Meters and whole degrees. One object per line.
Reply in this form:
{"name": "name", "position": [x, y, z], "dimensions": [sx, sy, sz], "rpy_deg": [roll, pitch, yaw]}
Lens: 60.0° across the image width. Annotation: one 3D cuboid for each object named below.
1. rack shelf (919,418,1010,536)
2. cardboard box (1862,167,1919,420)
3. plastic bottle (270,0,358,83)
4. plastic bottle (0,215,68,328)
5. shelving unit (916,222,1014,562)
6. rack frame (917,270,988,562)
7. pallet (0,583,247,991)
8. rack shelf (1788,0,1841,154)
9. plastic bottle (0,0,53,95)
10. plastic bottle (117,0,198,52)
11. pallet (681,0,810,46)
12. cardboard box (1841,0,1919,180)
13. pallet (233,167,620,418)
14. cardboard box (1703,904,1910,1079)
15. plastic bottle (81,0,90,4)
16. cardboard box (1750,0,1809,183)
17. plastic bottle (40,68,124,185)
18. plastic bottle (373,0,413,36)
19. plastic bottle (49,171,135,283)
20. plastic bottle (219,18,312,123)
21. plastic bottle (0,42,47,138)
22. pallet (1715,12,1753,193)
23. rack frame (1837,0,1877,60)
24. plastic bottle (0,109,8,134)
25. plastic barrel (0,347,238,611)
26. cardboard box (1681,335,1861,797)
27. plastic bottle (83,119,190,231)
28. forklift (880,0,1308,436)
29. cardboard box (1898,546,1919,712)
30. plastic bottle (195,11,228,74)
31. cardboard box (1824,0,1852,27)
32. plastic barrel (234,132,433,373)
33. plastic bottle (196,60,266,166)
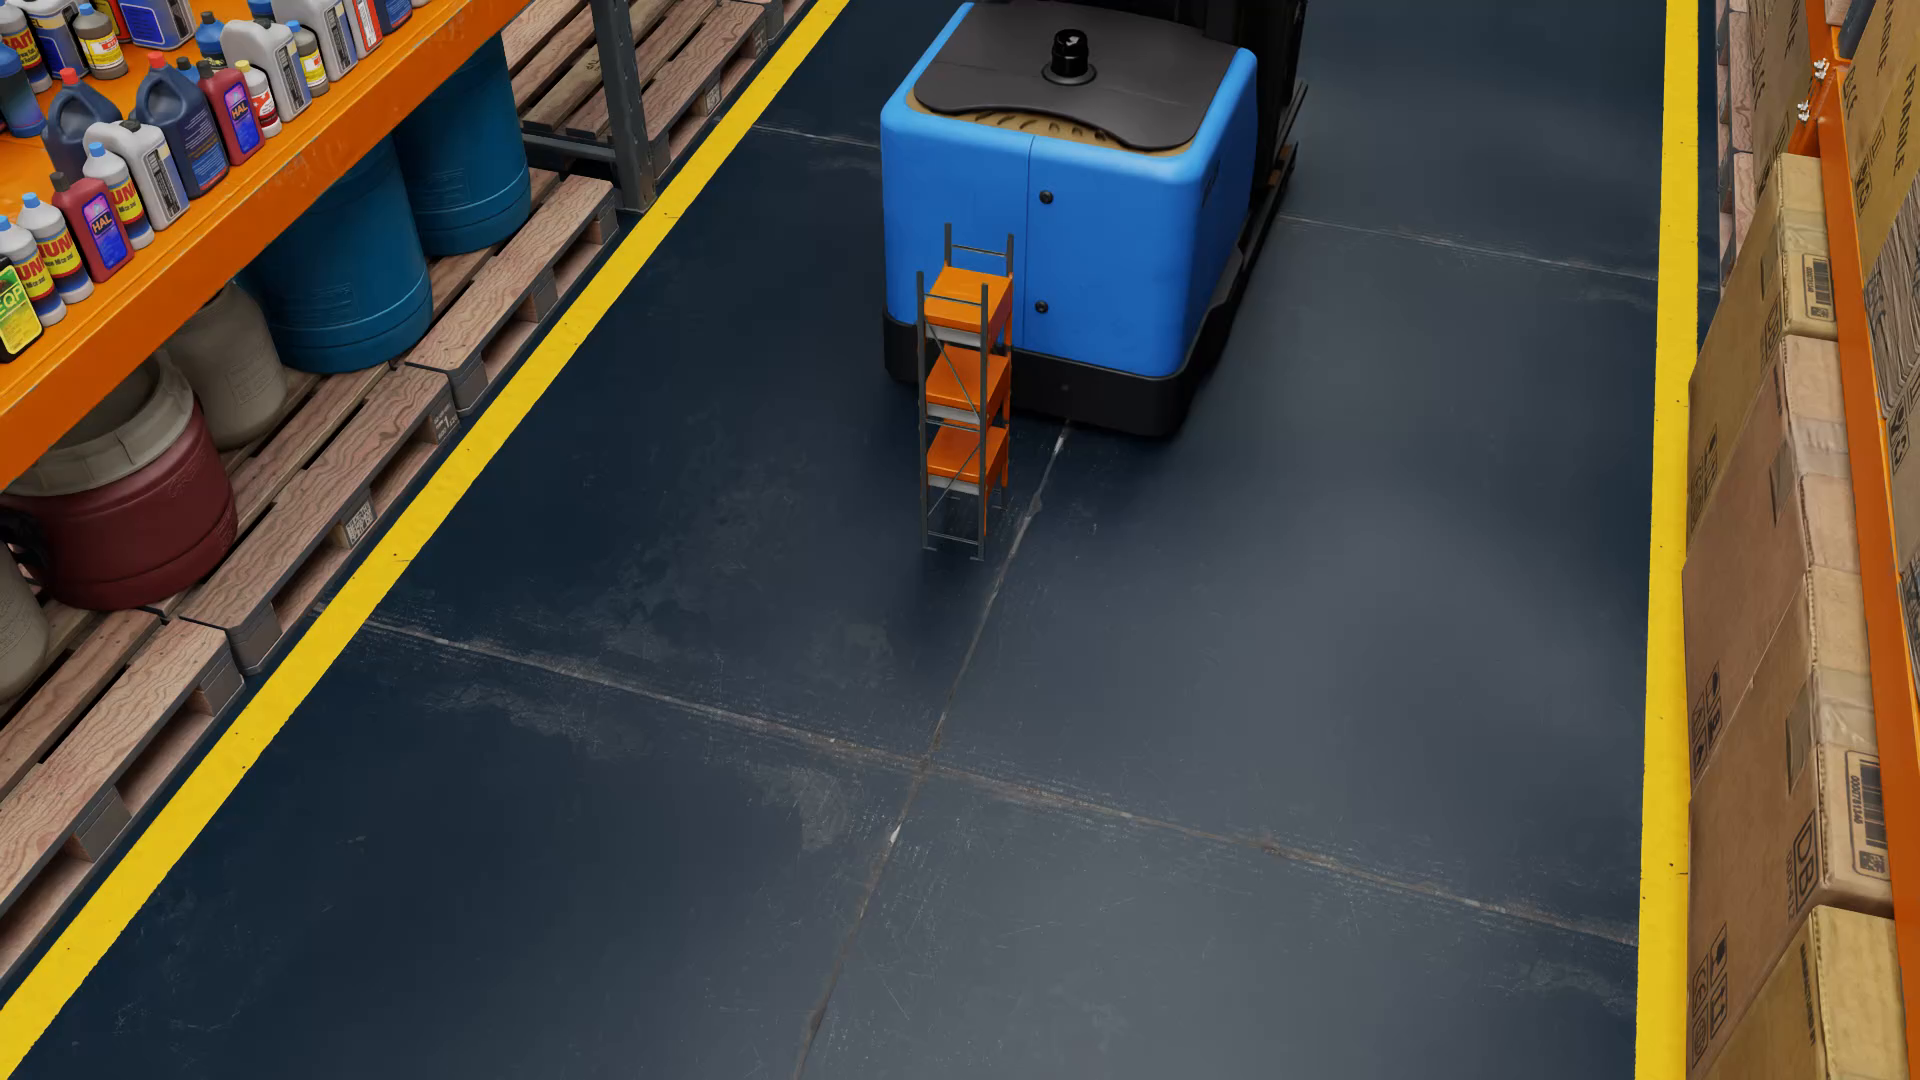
{"name": "rack shelf", "position": [0.016, -0.205, 5.121], "dimensions": [0.215, 0.259, 0.240], "rpy_deg": [13, 46, 13]}
{"name": "cardboard box", "position": [2.338, -0.560, 3.606], "dimensions": [0.500, 0.500, 0.500], "rpy_deg": [12, 46, 12]}
{"name": "plastic bottle", "position": [-1.817, -1.451, 4.677], "dimensions": [0.152, 0.276, 0.135], "rpy_deg": [13, 46, 13]}
{"name": "plastic bottle", "position": [-2.162, -0.626, 3.837], "dimensions": [0.097, 0.271, 0.097], "rpy_deg": [0, 44, 0]}
{"name": "shelving unit", "position": [0.016, -0.411, 4.919], "dimensions": [0.215, 1.050, 0.252], "rpy_deg": [13, 46, 13]}
{"name": "rack frame", "position": [-0.021, -0.330, 4.836], "dimensions": [0.200, 1.050, 0.008], "rpy_deg": [13, 46, 13]}
{"name": "pallet", "position": [-2.714, 0.633, 4.452], "dimensions": [1.003, 0.211, 1.213], "rpy_deg": [13, 46, 13]}
{"name": "rack shelf", "position": [3.625, -2.523, 6.198], "dimensions": [1.077, 0.370, 4.000], "rpy_deg": [13, 46, 13]}
{"name": "plastic bottle", "position": [-2.617, -1.379, 4.606], "dimensions": [0.097, 0.271, 0.097], "rpy_deg": [0, 44, 0]}
{"name": "plastic bottle", "position": [-2.340, -1.574, 4.803], "dimensions": [0.152, 0.276, 0.135], "rpy_deg": [13, 46, 13]}
{"name": "pallet", "position": [-1.148, -2.813, 7.974], "dimensions": [1.003, 0.211, 1.213], "rpy_deg": [13, 46, 13]}
{"name": "cardboard box", "position": [2.641, -1.229, 4.289], "dimensions": [0.500, 0.500, 0.500], "rpy_deg": [13, 46, 13]}
{"name": "pallet", "position": [-1.975, -0.994, 6.114], "dimensions": [1.003, 0.211, 1.213], "rpy_deg": [13, 46, 13]}
{"name": "cardboard box", "position": [2.036, 1.373, 2.921], "dimensions": [1.225, 0.875, 0.875], "rpy_deg": [11, 45, 11]}
{"name": "plastic bottle", "position": [-2.546, -1.508, 4.789], "dimensions": [0.097, 0.201, 0.097], "rpy_deg": [0, 44, 0]}
{"name": "cardboard box", "position": [3.568, -1.860, 6.225], "dimensions": [0.875, 0.875, 0.875], "rpy_deg": [13, 46, 13]}
{"name": "plastic bottle", "position": [-2.187, -1.004, 4.167], "dimensions": [0.144, 0.351, 0.185], "rpy_deg": [13, 46, 13]}
{"name": "plastic bottle", "position": [-1.724, -1.673, 4.850], "dimensions": [0.144, 0.351, 0.185], "rpy_deg": [13, 46, 13]}
{"name": "plastic bottle", "position": [-2.080, -0.768, 3.974], "dimensions": [0.061, 0.283, 0.133], "rpy_deg": [13, 46, 13]}
{"name": "plastic bottle", "position": [-1.887, -1.296, 4.519], "dimensions": [0.152, 0.276, 0.135], "rpy_deg": [13, 46, 13]}
{"name": "plastic bottle", "position": [-2.538, -1.218, 4.442], "dimensions": [0.097, 0.271, 0.097], "rpy_deg": [0, 44, 0]}
{"name": "pallet", "position": [3.691, -1.756, 6.894], "dimensions": [1.003, 0.211, 1.213], "rpy_deg": [13, 46, 12]}
{"name": "rack frame", "position": [3.019, -1.447, 4.584], "dimensions": [1.000, 3.000, 0.127], "rpy_deg": [13, 46, 13]}
{"name": "plastic bottle", "position": [-2.666, -1.243, 4.411], "dimensions": [0.144, 0.351, 0.185], "rpy_deg": [13, 46, 13]}
{"name": "plastic barrel", "position": [-2.439, -0.200, 4.734], "dimensions": [0.600, 0.588, 0.708], "rpy_deg": [13, 46, 13]}
{"name": "cardboard box", "position": [2.574, 0.189, 4.131], "dimensions": [1.225, 0.875, 0.875], "rpy_deg": [11, 45, 11]}
{"name": "plastic bottle", "position": [-2.054, -0.930, 4.144], "dimensions": [0.152, 0.276, 0.135], "rpy_deg": [13, 46, 13]}
{"name": "forklift", "position": [0.716, -2.438, 5.646], "dimensions": [1.130, 2.935, 3.031], "rpy_deg": [14, 46, 14]}
{"name": "cardboard box", "position": [2.032, 0.125, 2.907], "dimensions": [0.500, 0.500, 0.500], "rpy_deg": [11, 45, 11]}
{"name": "plastic bottle", "position": [-2.012, -1.309, 4.535], "dimensions": [0.097, 0.271, 0.097], "rpy_deg": [0, 44, 0]}
{"name": "cardboard box", "position": [2.799, -1.629, 4.950], "dimensions": [0.380, 0.149, 0.250], "rpy_deg": [13, 46, 13]}
{"name": "plastic barrel", "position": [-2.097, -1.065, 5.394], "dimensions": [0.600, 0.901, 0.708], "rpy_deg": [13, 46, 13]}
{"name": "plastic bottle", "position": [-1.914, -1.135, 4.349], "dimensions": [0.061, 0.283, 0.133], "rpy_deg": [13, 46, 13]}
